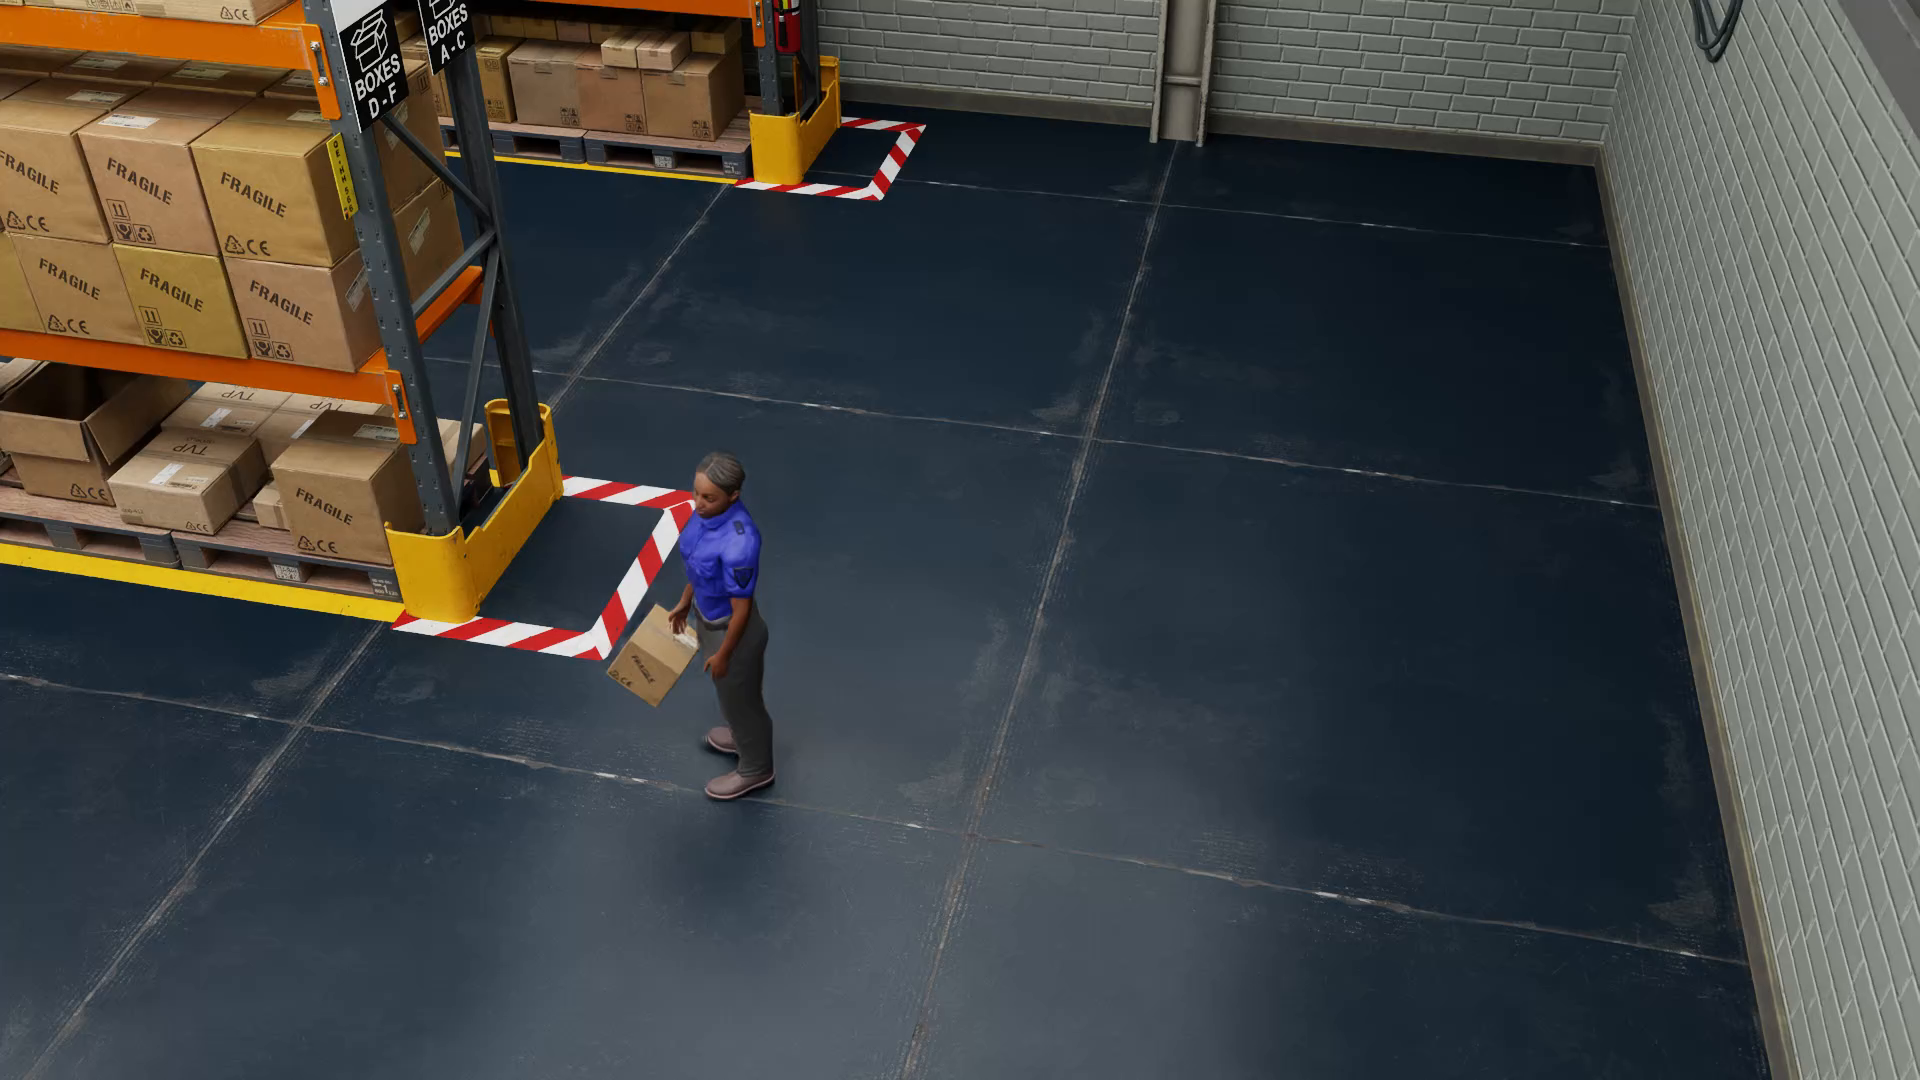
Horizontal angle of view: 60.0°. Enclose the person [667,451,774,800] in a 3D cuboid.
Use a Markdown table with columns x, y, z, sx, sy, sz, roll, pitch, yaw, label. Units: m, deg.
| x | y | z | sx | sy | sz | roll | pitch | yaw | label |
| --- | --- | --- | --- | --- | --- | --- | --- | --- | --- |
| -0.950 | 0.332 | 6.504 | 0.355 | 1.667 | 0.568 | -12 | 38 | -16 | person |
